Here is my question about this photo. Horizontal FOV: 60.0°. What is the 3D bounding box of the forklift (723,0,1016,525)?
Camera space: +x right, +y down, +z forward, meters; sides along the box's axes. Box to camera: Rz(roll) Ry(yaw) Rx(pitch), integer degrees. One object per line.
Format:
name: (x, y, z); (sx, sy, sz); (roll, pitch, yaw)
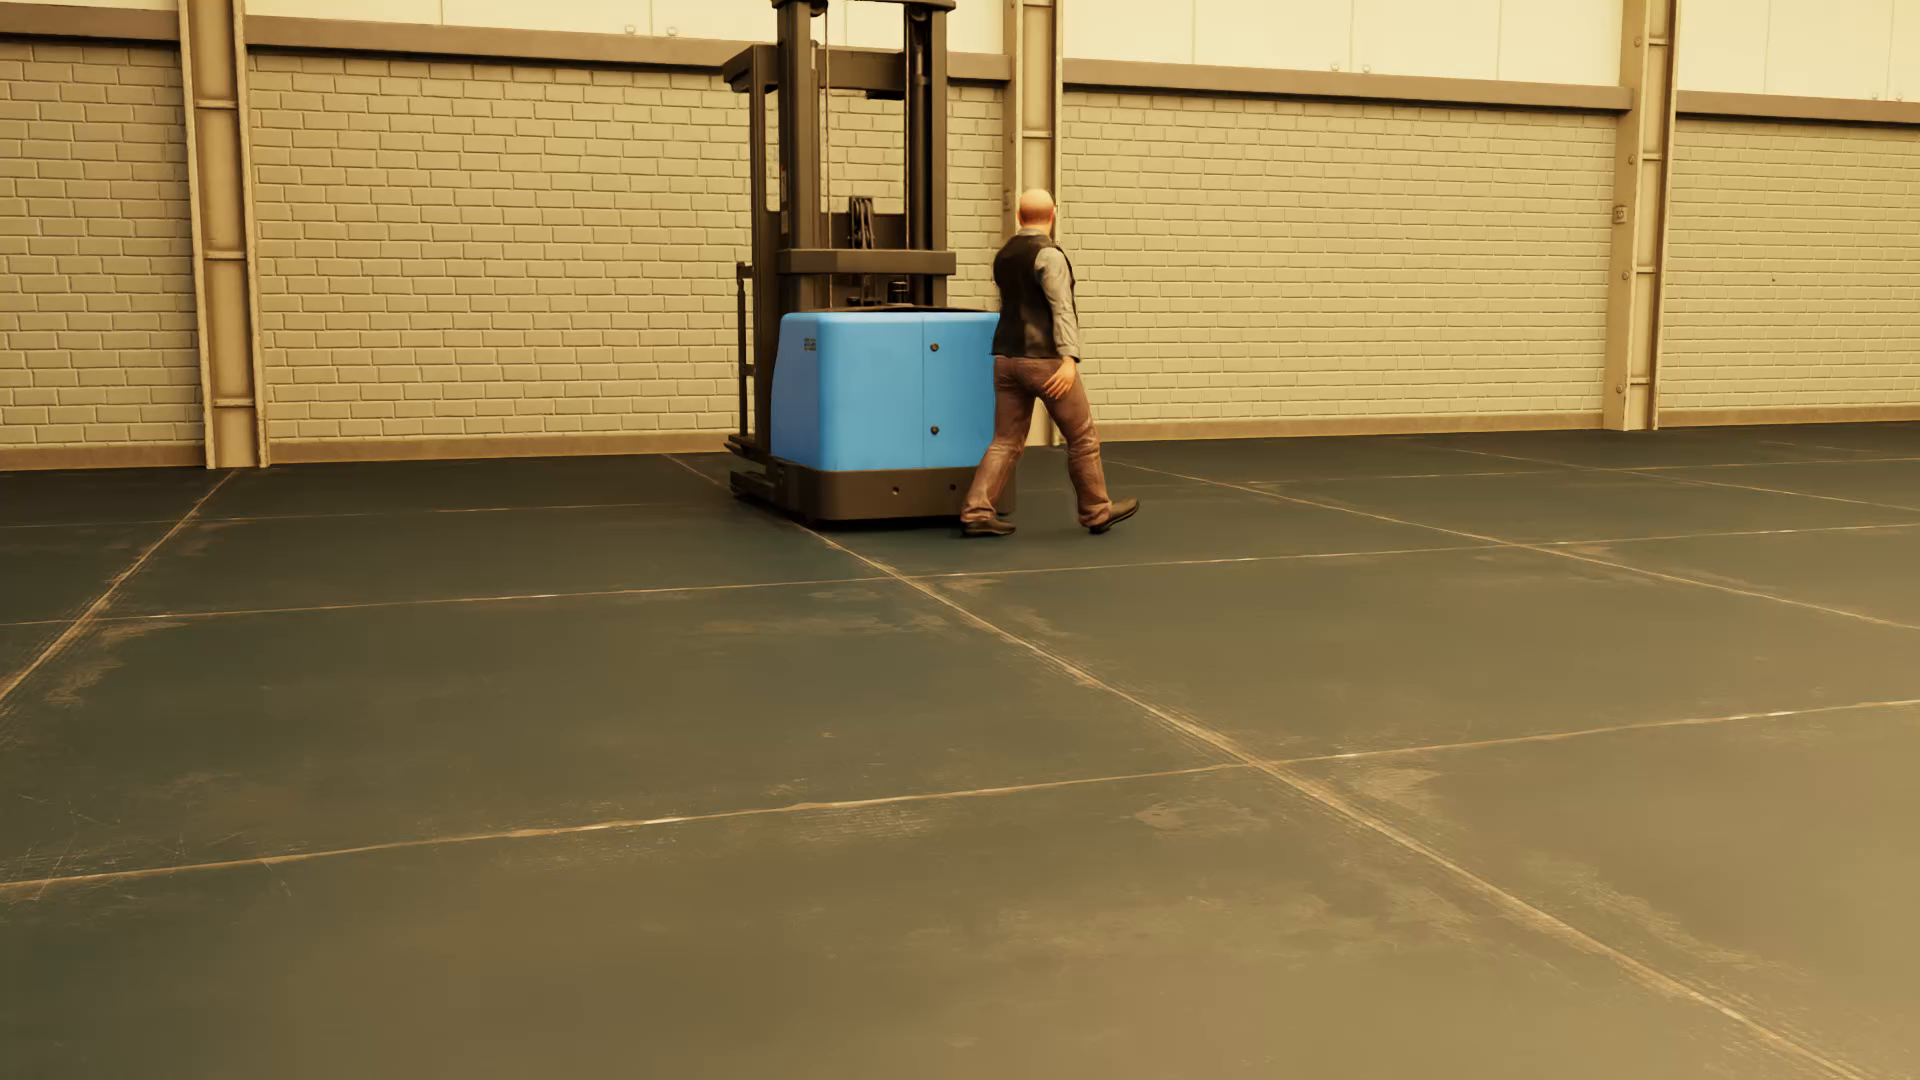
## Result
forklift: (-0.704, -1.688, 9.463); (1.130, 2.935, 3.031); (-3, 8, -20)

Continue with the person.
person: (0.454, -0.843, 8.024); (0.892, 1.676, 0.676); (-6, 10, -36)
